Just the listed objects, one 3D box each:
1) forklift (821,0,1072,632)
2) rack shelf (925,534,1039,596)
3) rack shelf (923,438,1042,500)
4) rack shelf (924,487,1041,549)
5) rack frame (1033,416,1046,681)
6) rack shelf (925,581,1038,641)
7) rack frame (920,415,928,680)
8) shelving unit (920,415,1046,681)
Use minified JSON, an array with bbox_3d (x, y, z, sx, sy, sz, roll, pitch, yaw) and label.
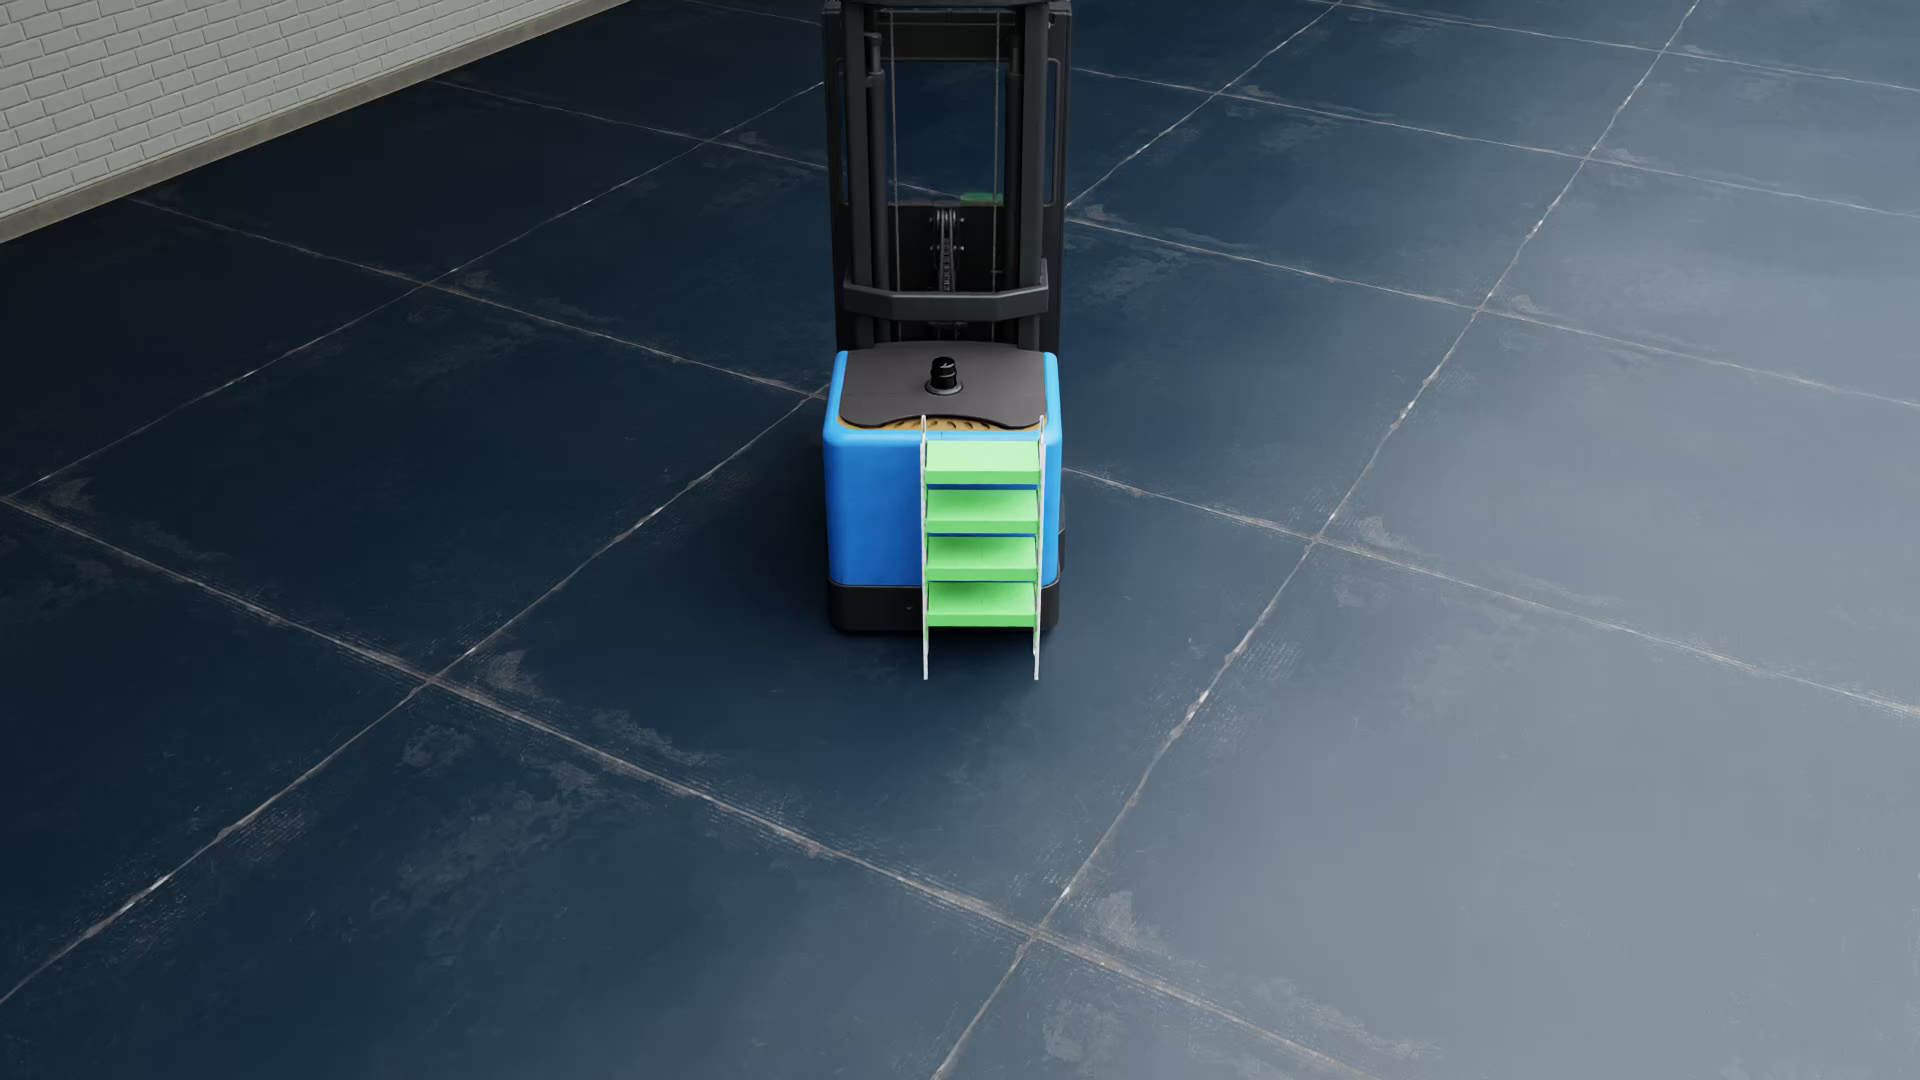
[{"bbox_3d":[-0.053,-1.588,7.990,1.130,2.935,3.031,1,34,1],"label":"forklift"},{"bbox_3d":[0.093,0.107,7.123,0.480,0.148,0.258,0,34,0],"label":"rack shelf"},{"bbox_3d":[0.093,-0.293,6.857,0.480,0.148,0.258,0,34,0],"label":"rack shelf"},{"bbox_3d":[0.093,-0.093,6.990,0.480,0.148,0.258,0,34,0],"label":"rack shelf"},{"bbox_3d":[0.337,0.054,7.086,0.015,1.200,0.240,0,34,0],"label":"rack frame"},{"bbox_3d":[0.093,0.306,7.256,0.480,0.148,0.258,0,34,0],"label":"rack shelf"},{"bbox_3d":[-0.151,0.052,7.089,0.015,1.200,0.240,0,34,0],"label":"rack frame"},{"bbox_3d":[0.093,0.053,7.087,0.503,1.200,0.258,0,34,0],"label":"shelving unit"}]
